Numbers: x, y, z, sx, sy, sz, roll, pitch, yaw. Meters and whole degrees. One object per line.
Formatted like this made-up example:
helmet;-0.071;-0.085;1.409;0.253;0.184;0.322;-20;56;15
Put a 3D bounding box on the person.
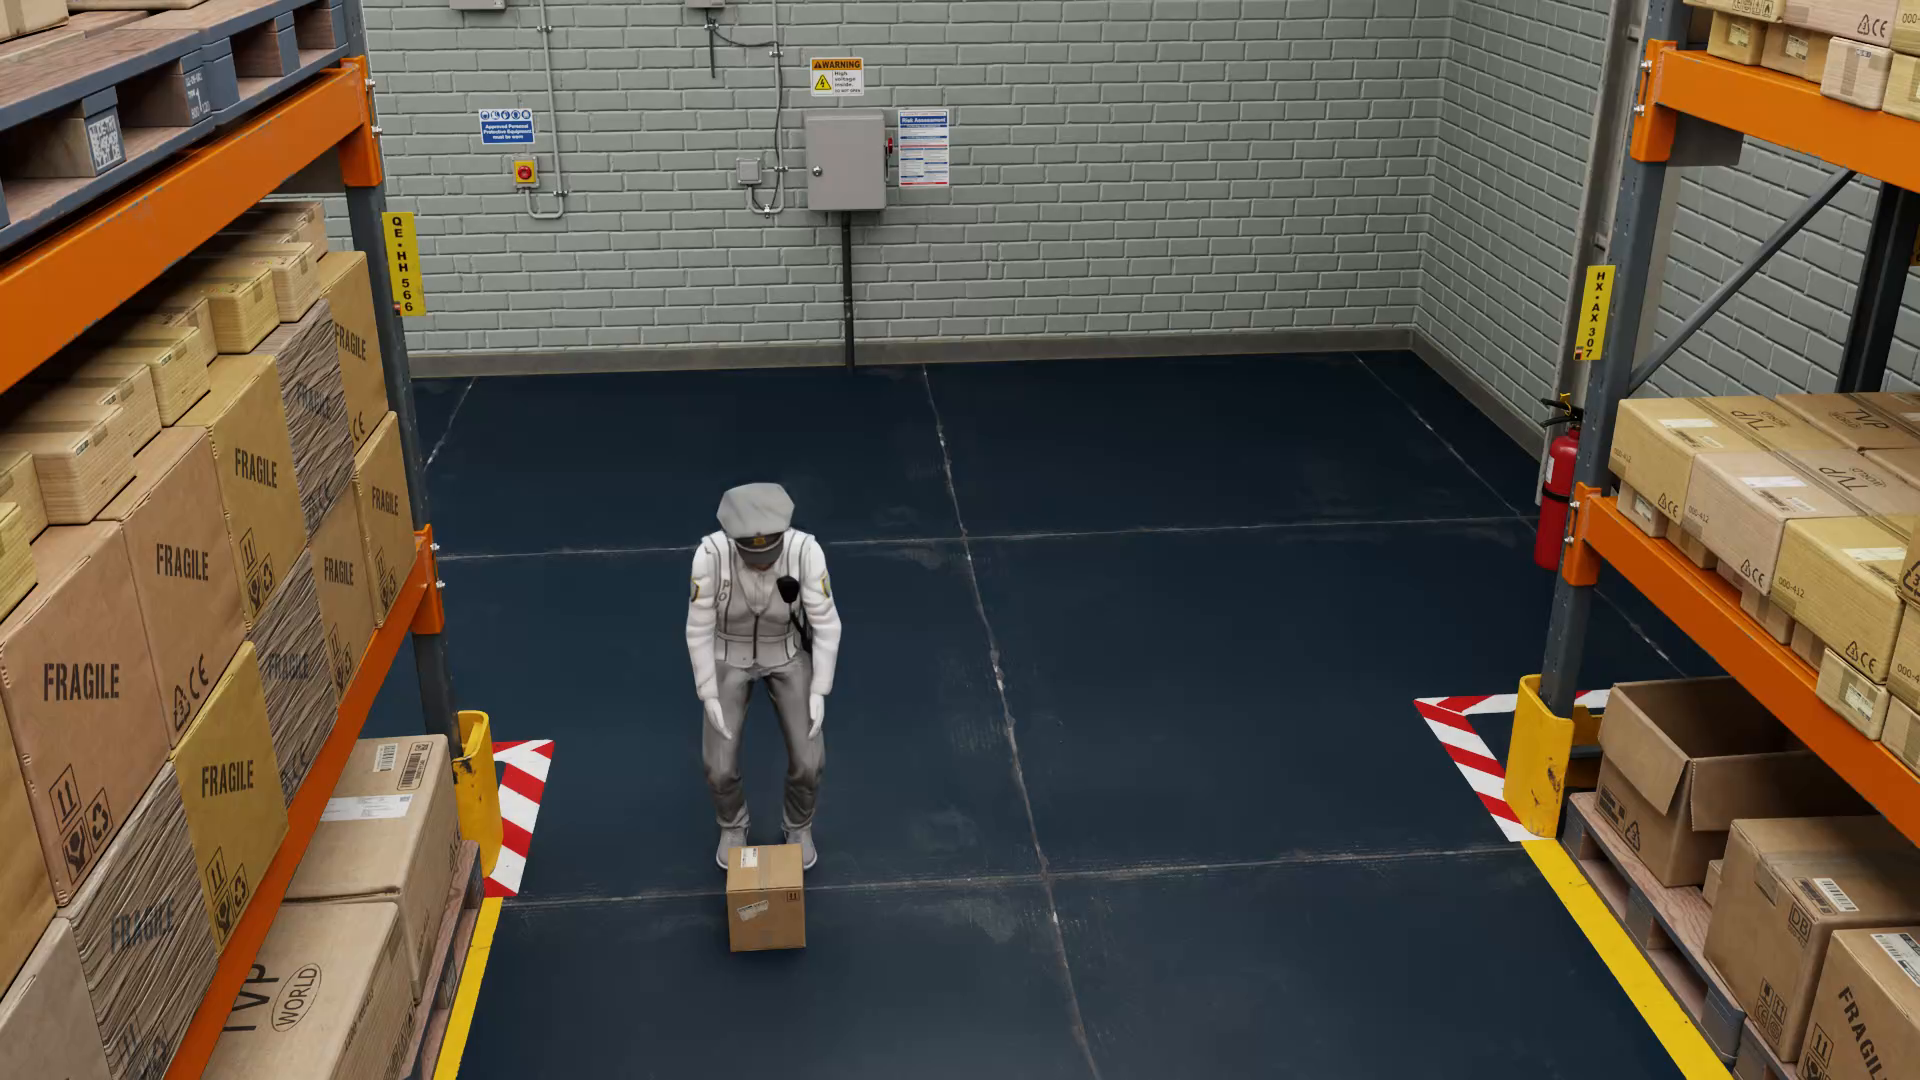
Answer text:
person;-0.670;0.469;5.757;0.529;1.501;0.612;-2;24;-5
